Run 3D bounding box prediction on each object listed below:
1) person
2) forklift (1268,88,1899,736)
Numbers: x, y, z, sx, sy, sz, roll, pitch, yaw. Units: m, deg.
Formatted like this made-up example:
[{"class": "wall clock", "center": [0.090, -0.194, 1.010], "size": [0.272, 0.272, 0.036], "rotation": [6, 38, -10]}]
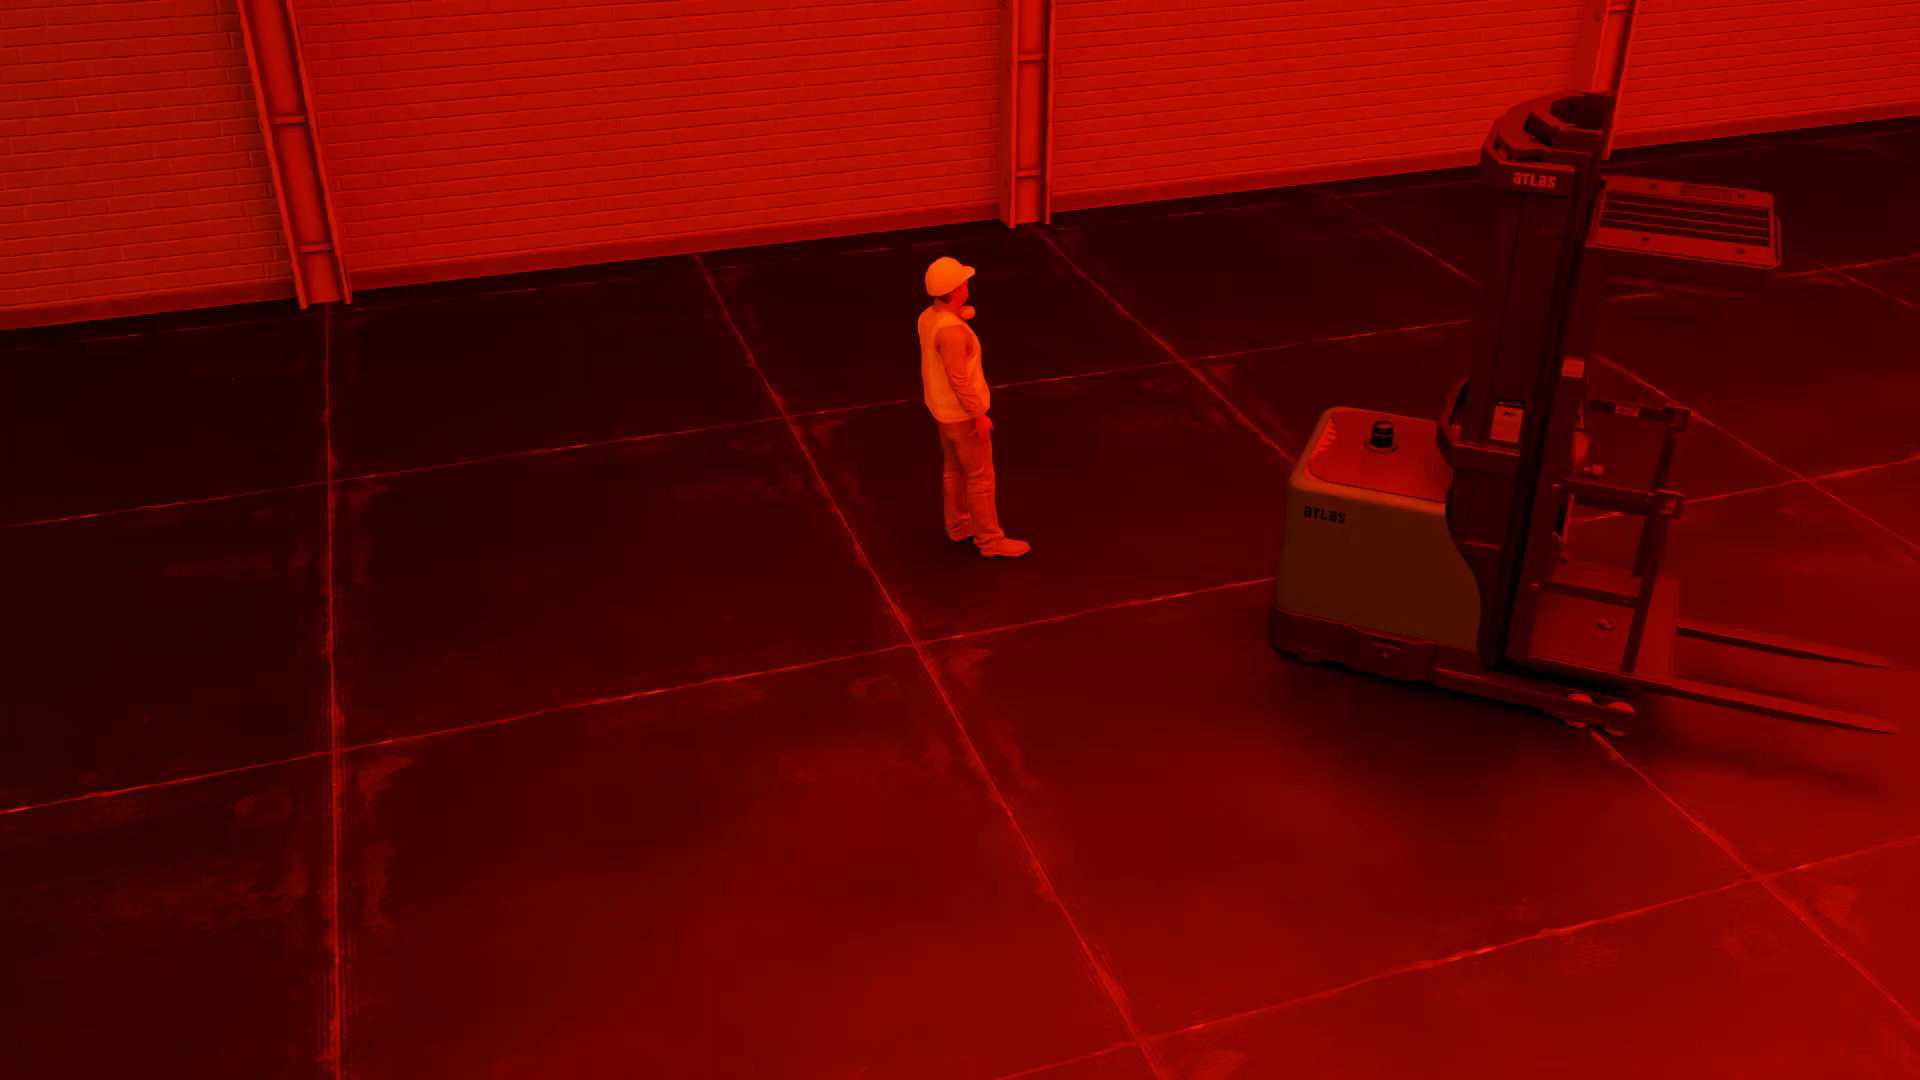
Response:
[{"class": "person", "center": [0.061, -0.781, 9.590], "size": [0.568, 1.773, 0.632], "rotation": [-10, 31, -16]}, {"class": "forklift", "center": [3.226, -0.593, 8.118], "size": [3.031, 2.935, 1.130], "rotation": [12, 32, 19]}]
